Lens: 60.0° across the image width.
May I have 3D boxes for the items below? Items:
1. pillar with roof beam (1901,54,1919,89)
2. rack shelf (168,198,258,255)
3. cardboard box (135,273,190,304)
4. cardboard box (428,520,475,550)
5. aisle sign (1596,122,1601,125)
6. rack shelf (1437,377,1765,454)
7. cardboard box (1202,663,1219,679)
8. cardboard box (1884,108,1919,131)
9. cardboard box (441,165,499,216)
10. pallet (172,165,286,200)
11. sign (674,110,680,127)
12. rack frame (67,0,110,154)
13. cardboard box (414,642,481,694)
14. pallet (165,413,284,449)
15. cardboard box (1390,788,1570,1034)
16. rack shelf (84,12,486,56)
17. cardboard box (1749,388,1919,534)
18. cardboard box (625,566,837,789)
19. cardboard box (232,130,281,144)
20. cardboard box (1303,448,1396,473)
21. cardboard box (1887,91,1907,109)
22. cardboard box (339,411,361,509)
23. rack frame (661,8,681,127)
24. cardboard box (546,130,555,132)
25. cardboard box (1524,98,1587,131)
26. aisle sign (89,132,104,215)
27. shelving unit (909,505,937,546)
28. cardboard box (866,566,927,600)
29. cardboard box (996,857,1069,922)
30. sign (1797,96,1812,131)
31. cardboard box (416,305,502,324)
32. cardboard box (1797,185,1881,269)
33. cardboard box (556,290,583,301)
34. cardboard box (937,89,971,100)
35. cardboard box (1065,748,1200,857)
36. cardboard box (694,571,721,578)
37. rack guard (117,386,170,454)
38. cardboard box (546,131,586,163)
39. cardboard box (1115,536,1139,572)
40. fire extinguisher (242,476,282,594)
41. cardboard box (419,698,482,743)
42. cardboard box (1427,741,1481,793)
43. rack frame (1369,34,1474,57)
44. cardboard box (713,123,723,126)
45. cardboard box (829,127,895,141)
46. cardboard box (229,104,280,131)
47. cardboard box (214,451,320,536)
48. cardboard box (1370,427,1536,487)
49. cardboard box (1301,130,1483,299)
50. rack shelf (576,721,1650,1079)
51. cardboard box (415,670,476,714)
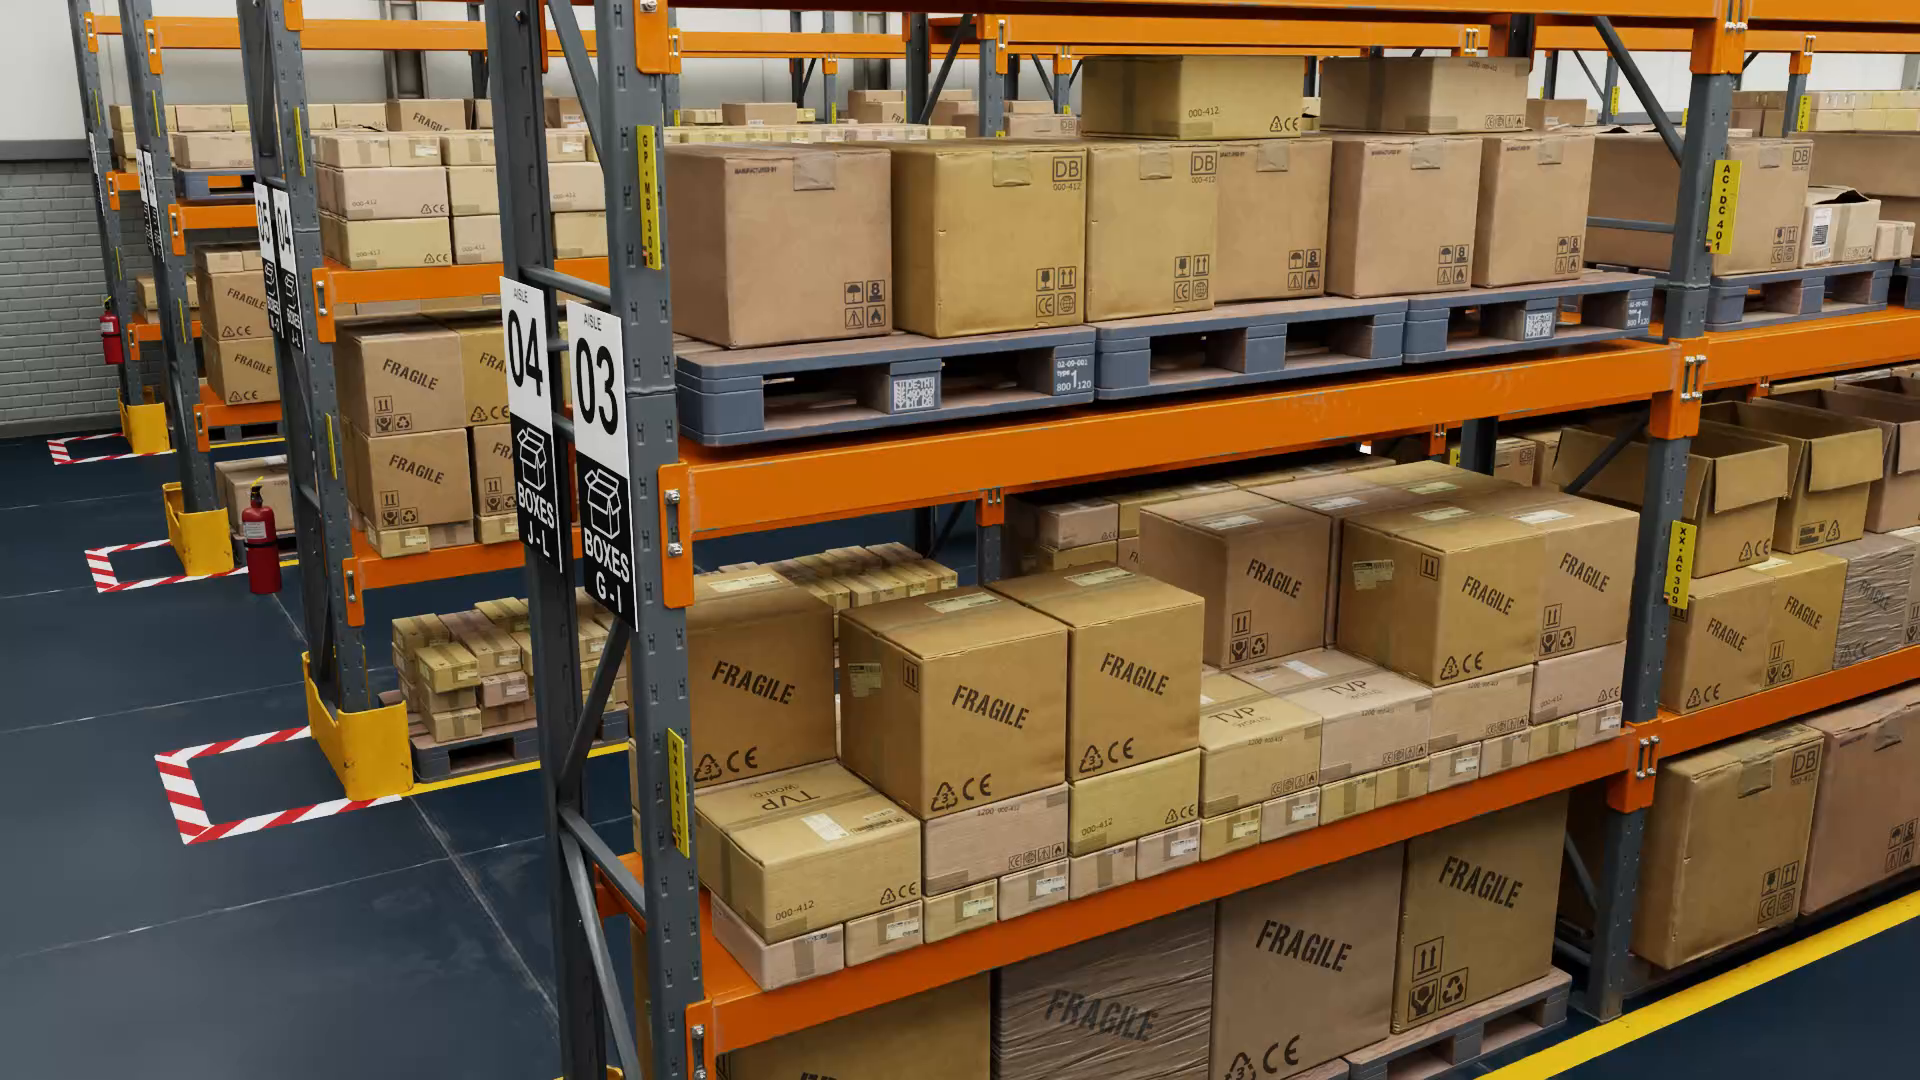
[{"bbox_3d":[21.632,-9.194,30.036,0.400,9.000,9.100,-9,18,-30],"label":"pillar with roof beam"},{"bbox_3d":[-4.394,-2.691,13.729,4.000,0.370,1.077,-9,18,-30],"label":"rack shelf"},{"bbox_3d":[-8.411,-2.660,17.567,0.500,0.250,0.500,-9,18,-28],"label":"cardboard box"},{"bbox_3d":[-2.830,-0.077,9.094,0.250,0.149,0.380,-8,18,-28],"label":"cardboard box"},{"bbox_3d":[7.809,-4.733,20.420,0.004,0.787,0.394,-9,18,-30],"label":"aisle sign"},{"bbox_3d":[5.099,-1.228,14.066,4.000,0.370,1.077,-9,18,-30],"label":"rack shelf"},{"bbox_3d":[0.589,0.563,6.070,0.500,0.250,0.500,-9,18,-30],"label":"cardboard box"},{"bbox_3d":[8.241,-3.762,14.979,0.500,0.250,0.500,-9,18,-30],"label":"cardboard box"},{"bbox_3d":[-2.516,-1.871,8.820,0.500,0.250,0.500,-9,18,-30],"label":"cardboard box"},{"bbox_3d":[-5.478,-2.823,13.029,1.213,0.211,1.003,-9,18,-30],"label":"pallet"},{"bbox_3d":[-2.393,-3.475,14.086,0.005,0.325,0.100,-9,18,-30],"label":"sign"},{"bbox_3d":[-8.668,-5.352,16.330,0.127,3.000,1.000,-9,18,-30],"label":"rack frame"},{"bbox_3d":[-2.849,0.706,9.237,0.250,0.149,0.380,-10,19,-32],"label":"cardboard box"},{"bbox_3d":[-7.920,-1.242,17.950,1.213,0.211,1.003,-9,18,-30],"label":"pallet"},{"bbox_3d":[1.817,1.315,6.818,0.875,0.875,0.875,-9,18,-30],"label":"cardboard box"},{"bbox_3d":[-6.954,-5.282,17.420,4.000,0.370,1.077,-9,18,-30],"label":"rack shelf"},{"bbox_3d":[4.086,-0.383,7.676,0.637,0.503,0.797,-9,18,-28],"label":"cardboard box"},{"bbox_3d":[-0.723,0.417,5.203,0.500,0.500,0.500,-9,18,-29],"label":"cardboard box"},{"bbox_3d":[-7.277,-4.121,17.222,0.500,0.250,0.500,-10,18,-31],"label":"cardboard box"},{"bbox_3d":[2.933,-0.500,12.601,0.500,0.250,0.500,-10,18,-31],"label":"cardboard box"},{"bbox_3d":[8.173,-3.924,14.819,0.250,0.149,0.380,-9,18,-29],"label":"cardboard box"},{"bbox_3d":[-3.220,-0.498,9.391,0.500,0.500,0.500,-9,18,-29],"label":"cardboard box"},{"bbox_3d":[-2.680,-4.760,14.219,0.127,3.000,1.000,-9,18,-30],"label":"rack frame"},{"bbox_3d":[-2.439,-2.234,9.377,0.250,0.149,0.380,-10,18,-31],"label":"cardboard box"},{"bbox_3d":[4.730,-3.346,13.581,0.500,0.500,0.500,-9,18,-30],"label":"cardboard box"},{"bbox_3d":[-8.576,-3.638,16.513,0.004,0.787,0.394,-9,18,-30],"label":"aisle sign"},{"bbox_3d":[0.006,-0.723,13.711,0.755,1.500,0.431,-9,18,-30],"label":"shelving unit"},{"bbox_3d":[-0.414,0.298,10.690,0.250,0.149,0.380,-9,18,-29],"label":"cardboard box"},{"bbox_3d":[0.131,1.017,5.189,0.250,0.149,0.380,-10,18,-31],"label":"cardboard box"},{"bbox_3d":[7.101,-3.573,14.000,0.005,0.325,0.100,-9,18,-30],"label":"sign"},{"bbox_3d":[-2.774,-1.049,9.504,0.500,0.500,0.500,-10,18,-32],"label":"cardboard box"},{"bbox_3d":[3.410,-1.314,6.869,0.500,0.311,0.500,-10,18,-32],"label":"cardboard box"},{"bbox_3d":[-3.381,-2.203,14.173,0.500,0.500,0.500,-10,18,-31],"label":"cardboard box"},{"bbox_3d":[-0.192,-5.504,21.282,0.500,0.500,0.500,-9,18,-28],"label":"cardboard box"},{"bbox_3d":[0.420,0.759,5.370,0.500,0.250,0.500,-10,18,-32],"label":"cardboard box"},{"bbox_3d":[-1.567,0.330,10.577,0.250,0.149,0.380,-10,19,-32],"label":"cardboard box"},{"bbox_3d":[-8.603,-1.270,17.515,0.348,0.500,1.175,-9,18,-30],"label":"rack guard"},{"bbox_3d":[-2.205,-2.127,8.997,0.250,0.149,0.380,-9,18,-28],"label":"cardboard box"},{"bbox_3d":[1.178,0.146,11.685,0.500,0.500,0.500,-8,18,-27],"label":"cardboard box"},{"bbox_3d":[-3.927,-0.039,9.326,0.183,0.674,0.296,-9,18,-30],"label":"fire extinguisher"},{"bbox_3d":[-2.859,0.988,9.333,0.250,0.149,0.380,-9,18,-29],"label":"cardboard box"},{"bbox_3d":[1.670,0.768,6.079,0.250,0.149,0.380,-9,18,-29],"label":"cardboard box"},{"bbox_3d":[3.385,-4.185,12.167,0.127,3.000,1.000,-9,18,-30],"label":"rack frame"},{"bbox_3d":[-2.891,-4.905,19.831,0.250,0.149,0.380,-9,18,-29],"label":"cardboard box"},{"bbox_3d":[-0.581,-2.355,9.811,0.250,0.149,0.380,-9,18,-30],"label":"cardboard box"},{"bbox_3d":[-7.289,-4.362,17.158,0.500,0.250,0.500,-10,18,-31],"label":"cardboard box"},{"bbox_3d":[-5.595,-0.399,13.744,0.875,0.438,0.875,-10,18,-32],"label":"cardboard box"},{"bbox_3d":[3.953,-0.479,13.451,0.750,0.750,1.050,-9,18,-30],"label":"cardboard box"},{"bbox_3d":[1.320,-1.125,5.660,0.500,0.500,0.700,-8,18,-27],"label":"cardboard box"},{"bbox_3d":[0.709,1.046,5.955,4.000,0.370,1.077,-9,18,-30],"label":"rack shelf"},{"bbox_3d":[-2.892,0.830,9.345,0.250,0.149,0.380,-8,18,-27],"label":"cardboard box"}]
